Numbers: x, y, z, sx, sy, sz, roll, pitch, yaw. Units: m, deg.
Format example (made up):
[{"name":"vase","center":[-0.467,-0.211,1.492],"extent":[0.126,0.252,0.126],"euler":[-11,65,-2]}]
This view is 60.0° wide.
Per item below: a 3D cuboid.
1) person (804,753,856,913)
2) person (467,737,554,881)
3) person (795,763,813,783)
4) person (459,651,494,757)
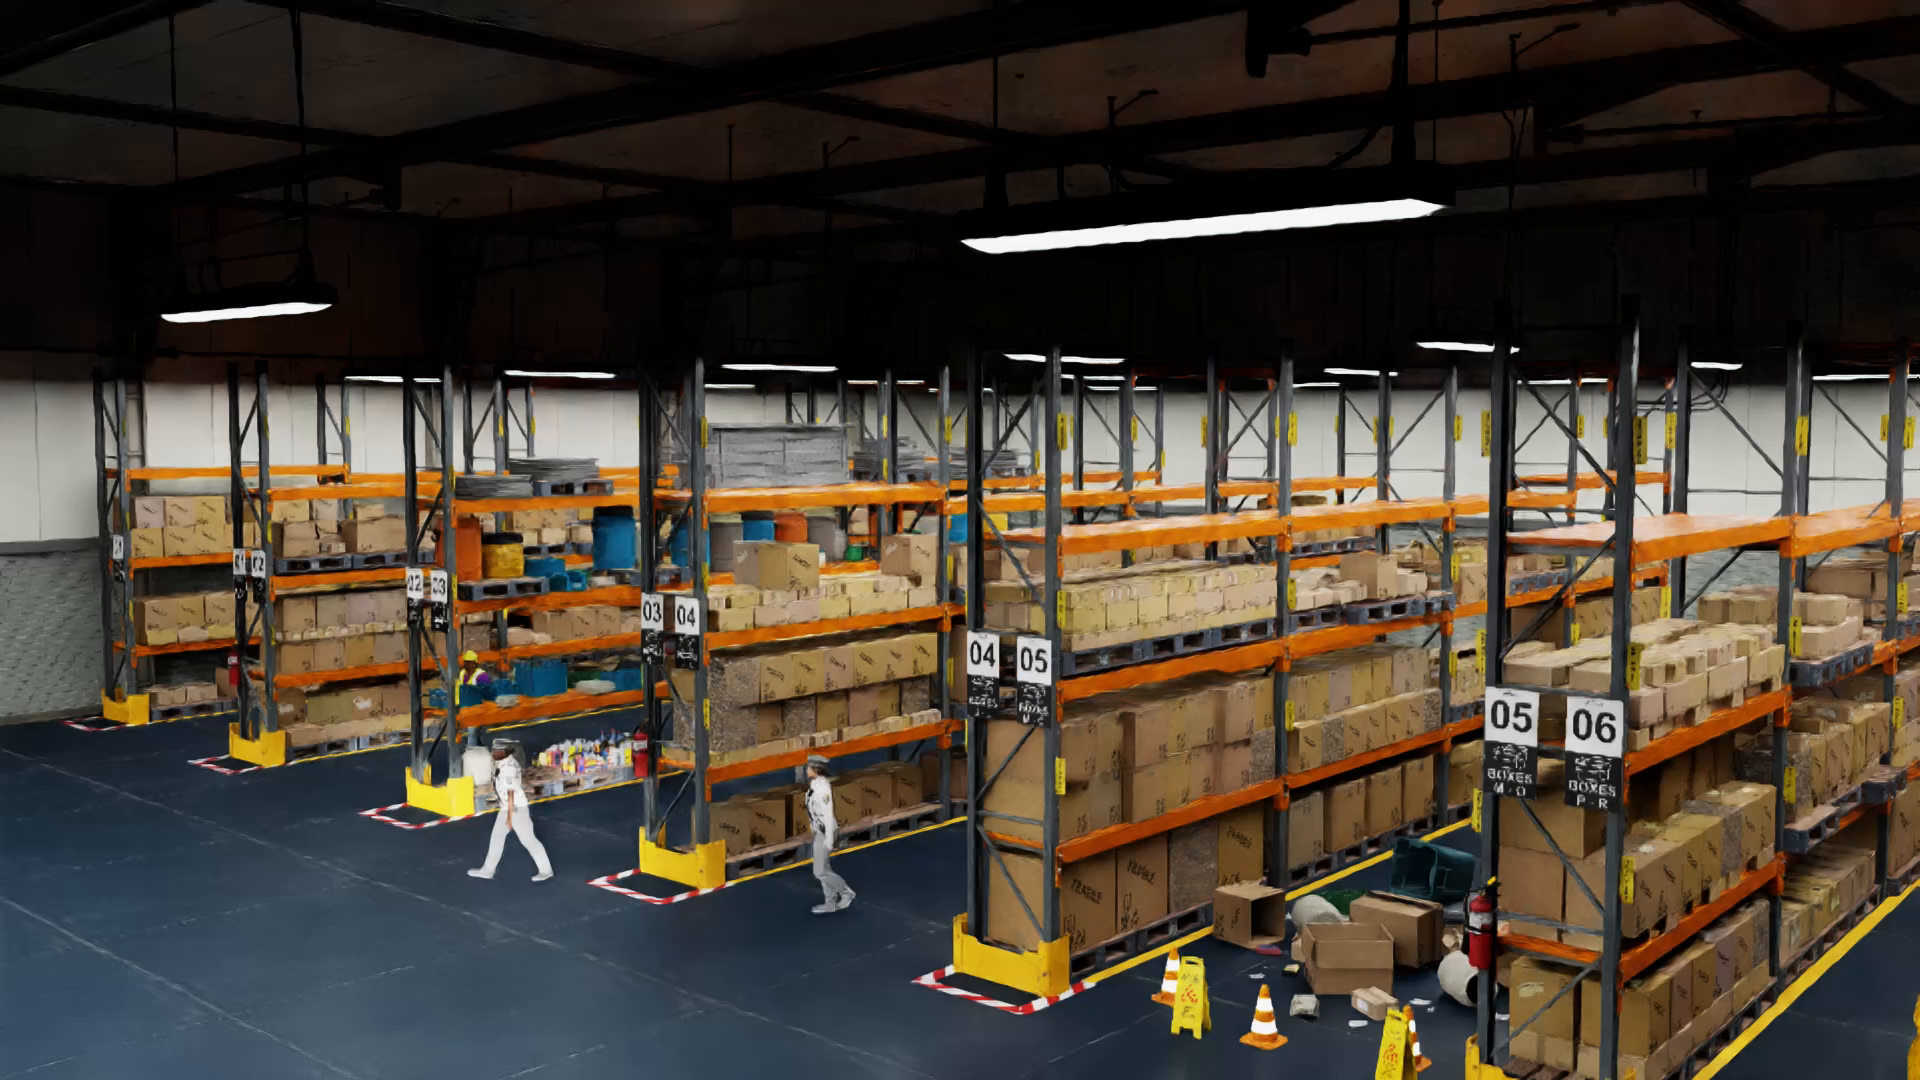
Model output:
[{"name":"person","center":[-1.357,3.059,17.352],"extent":[0.514,1.670,0.533],"euler":[-1,4,-11]},{"name":"person","center":[-5.011,2.986,18.493],"extent":[0.915,1.622,0.500],"euler":[-2,4,-20]},{"name":"person","center":[-2.065,2.605,23.217],"extent":[0.431,1.684,0.555],"euler":[1,4,11]},{"name":"person","center":[-7.243,2.490,24.654],"extent":[0.569,1.709,1.034],"euler":[3,5,32]}]
